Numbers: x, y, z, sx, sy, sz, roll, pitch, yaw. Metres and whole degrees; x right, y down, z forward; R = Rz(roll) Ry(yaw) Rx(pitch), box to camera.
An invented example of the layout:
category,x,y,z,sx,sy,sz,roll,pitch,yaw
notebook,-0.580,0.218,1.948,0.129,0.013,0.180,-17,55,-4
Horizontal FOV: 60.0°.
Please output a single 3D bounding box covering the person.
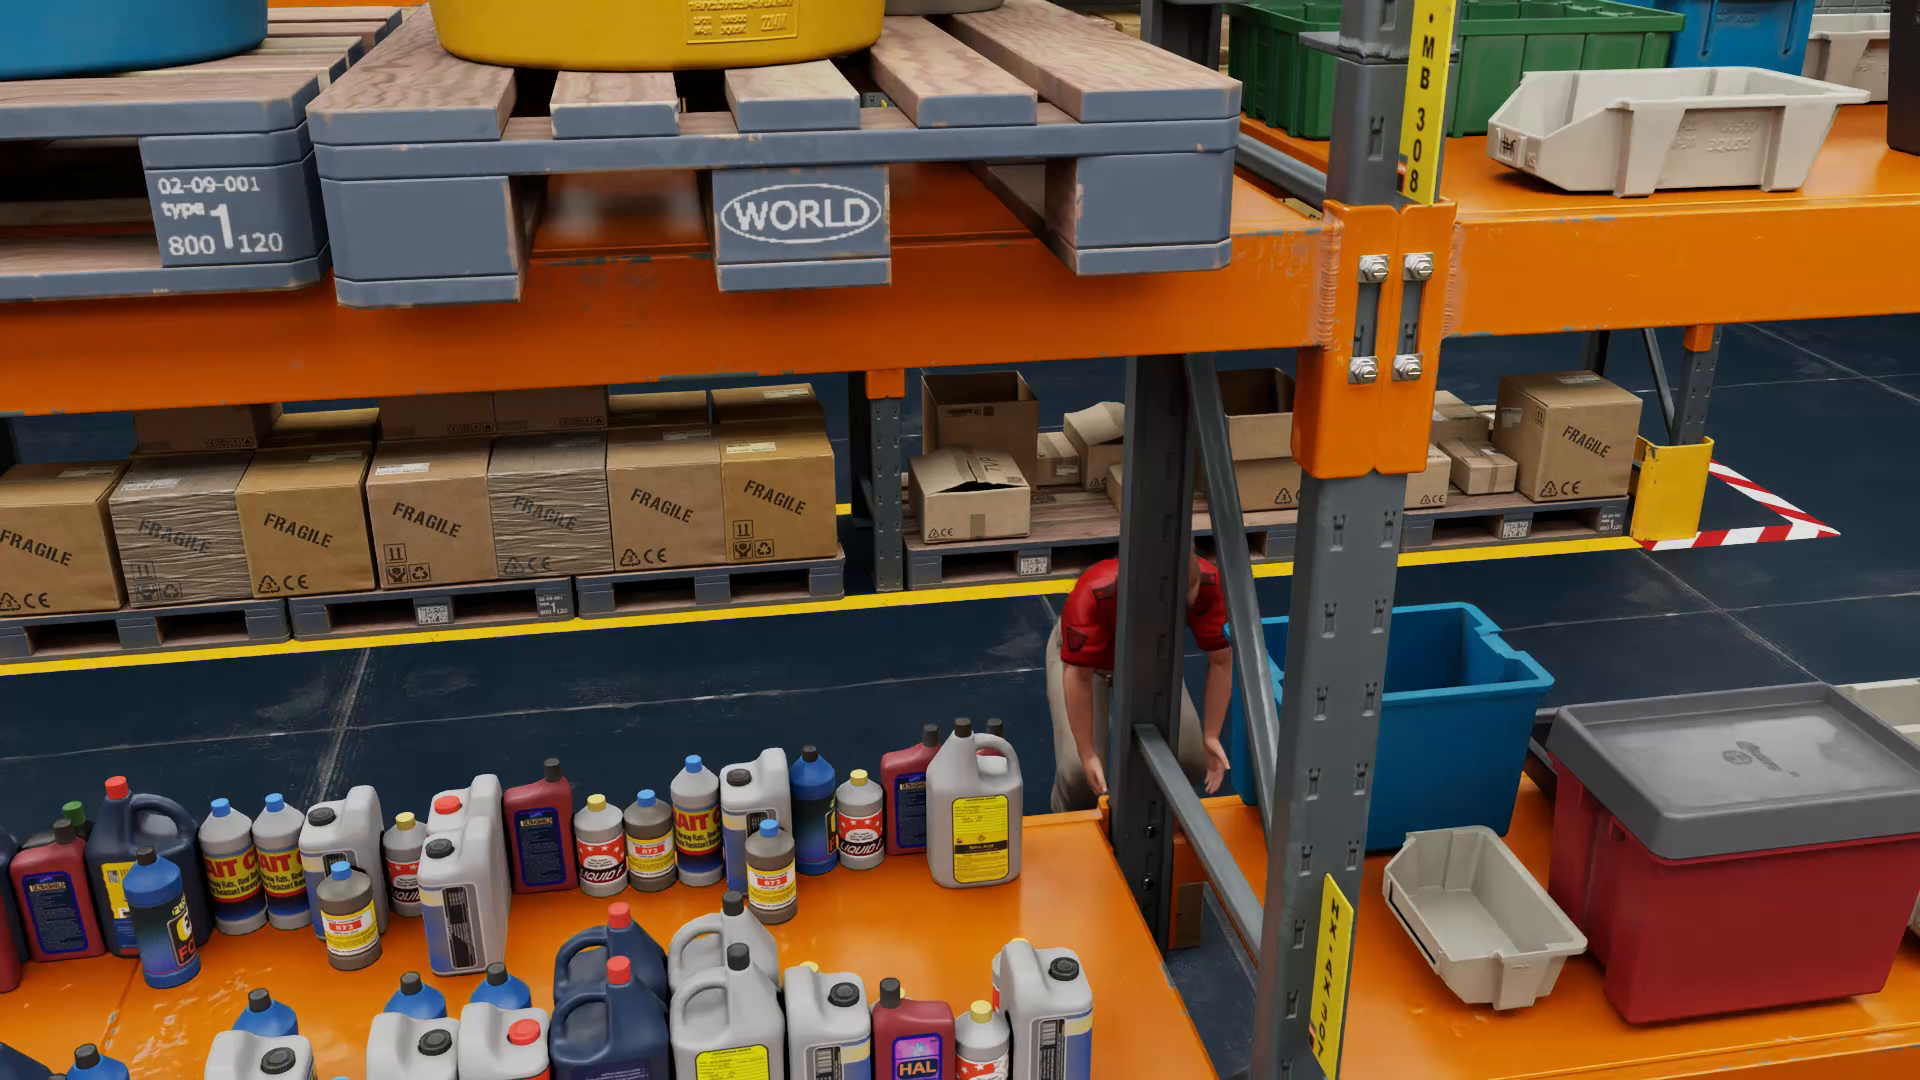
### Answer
category,x,y,z,sx,sy,sz,roll,pitch,yaw
person,0.585,0.500,5.516,0.588,1.289,0.770,-4,24,-10
